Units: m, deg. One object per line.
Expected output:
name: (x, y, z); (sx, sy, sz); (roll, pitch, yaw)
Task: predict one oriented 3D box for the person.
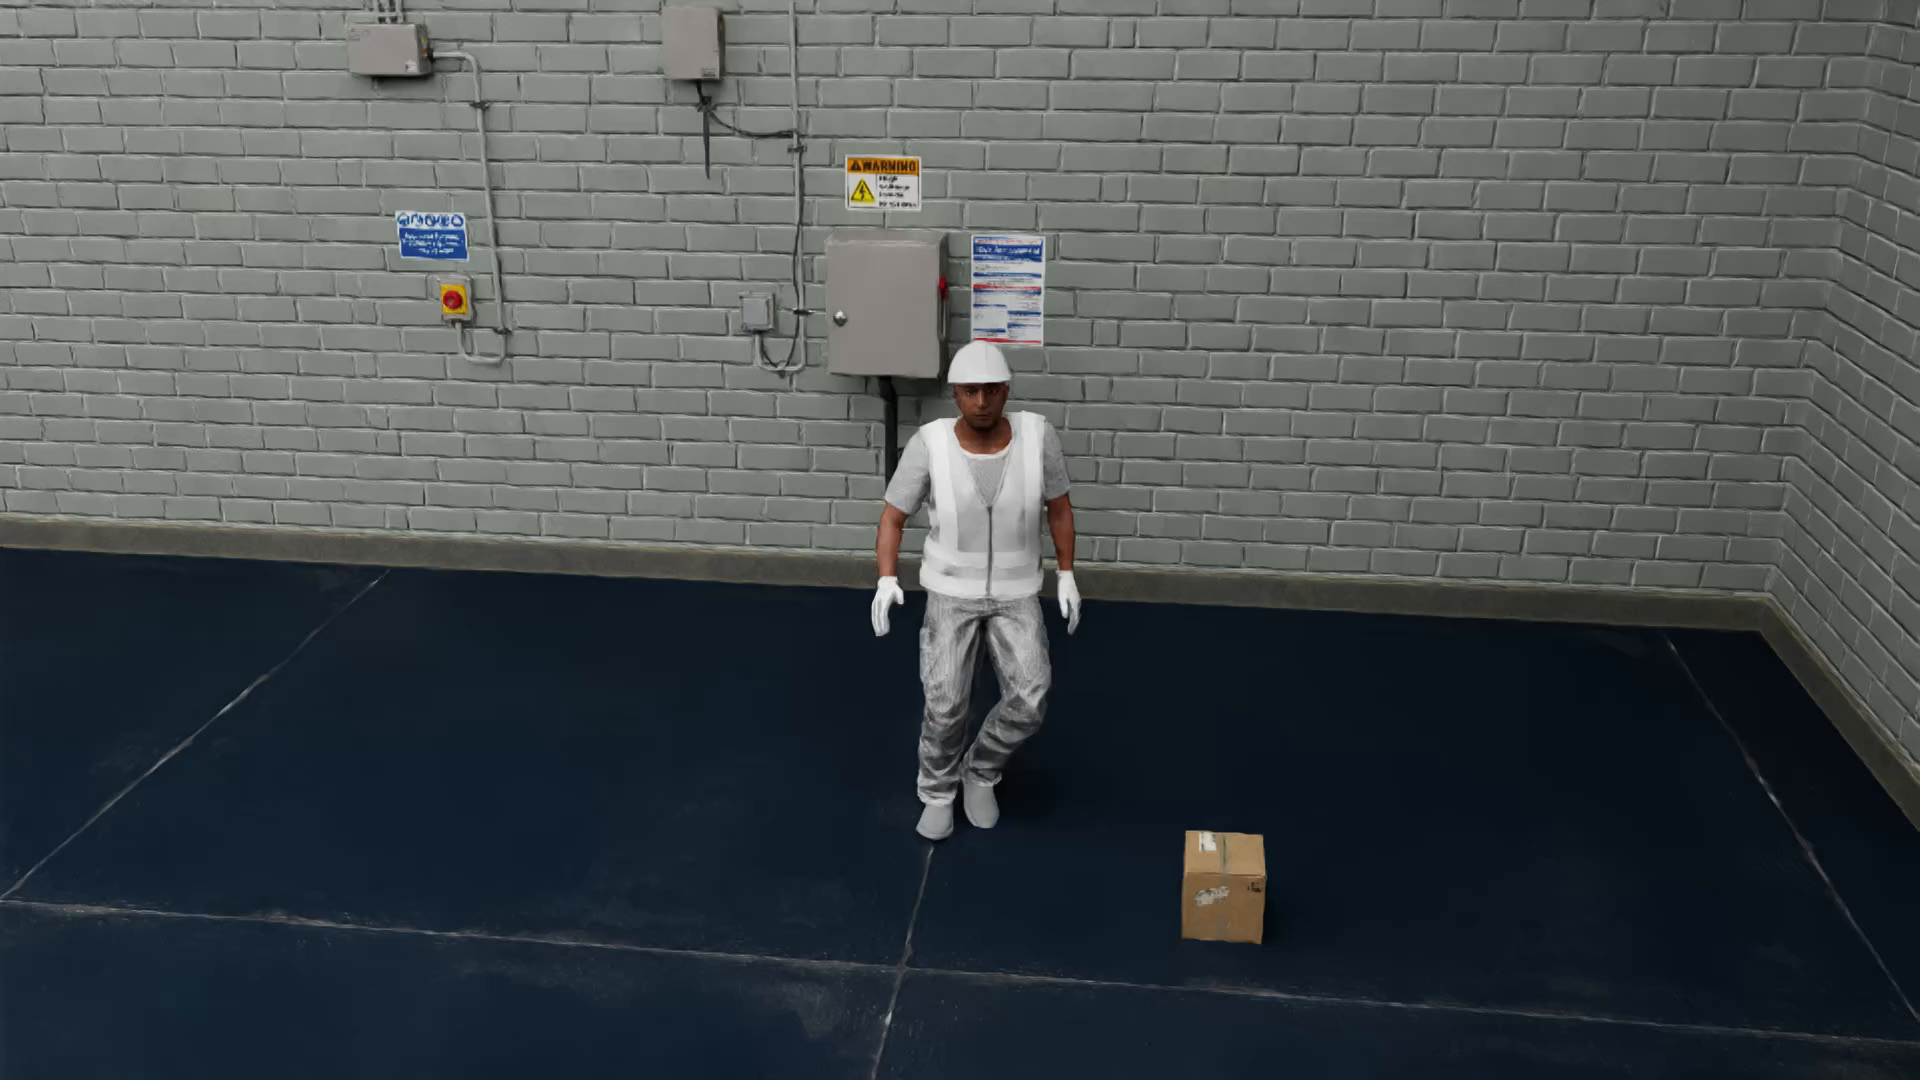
person: (0.052, 0.196, 5.651); (0.743, 1.762, 0.484); (-3, 21, -8)
